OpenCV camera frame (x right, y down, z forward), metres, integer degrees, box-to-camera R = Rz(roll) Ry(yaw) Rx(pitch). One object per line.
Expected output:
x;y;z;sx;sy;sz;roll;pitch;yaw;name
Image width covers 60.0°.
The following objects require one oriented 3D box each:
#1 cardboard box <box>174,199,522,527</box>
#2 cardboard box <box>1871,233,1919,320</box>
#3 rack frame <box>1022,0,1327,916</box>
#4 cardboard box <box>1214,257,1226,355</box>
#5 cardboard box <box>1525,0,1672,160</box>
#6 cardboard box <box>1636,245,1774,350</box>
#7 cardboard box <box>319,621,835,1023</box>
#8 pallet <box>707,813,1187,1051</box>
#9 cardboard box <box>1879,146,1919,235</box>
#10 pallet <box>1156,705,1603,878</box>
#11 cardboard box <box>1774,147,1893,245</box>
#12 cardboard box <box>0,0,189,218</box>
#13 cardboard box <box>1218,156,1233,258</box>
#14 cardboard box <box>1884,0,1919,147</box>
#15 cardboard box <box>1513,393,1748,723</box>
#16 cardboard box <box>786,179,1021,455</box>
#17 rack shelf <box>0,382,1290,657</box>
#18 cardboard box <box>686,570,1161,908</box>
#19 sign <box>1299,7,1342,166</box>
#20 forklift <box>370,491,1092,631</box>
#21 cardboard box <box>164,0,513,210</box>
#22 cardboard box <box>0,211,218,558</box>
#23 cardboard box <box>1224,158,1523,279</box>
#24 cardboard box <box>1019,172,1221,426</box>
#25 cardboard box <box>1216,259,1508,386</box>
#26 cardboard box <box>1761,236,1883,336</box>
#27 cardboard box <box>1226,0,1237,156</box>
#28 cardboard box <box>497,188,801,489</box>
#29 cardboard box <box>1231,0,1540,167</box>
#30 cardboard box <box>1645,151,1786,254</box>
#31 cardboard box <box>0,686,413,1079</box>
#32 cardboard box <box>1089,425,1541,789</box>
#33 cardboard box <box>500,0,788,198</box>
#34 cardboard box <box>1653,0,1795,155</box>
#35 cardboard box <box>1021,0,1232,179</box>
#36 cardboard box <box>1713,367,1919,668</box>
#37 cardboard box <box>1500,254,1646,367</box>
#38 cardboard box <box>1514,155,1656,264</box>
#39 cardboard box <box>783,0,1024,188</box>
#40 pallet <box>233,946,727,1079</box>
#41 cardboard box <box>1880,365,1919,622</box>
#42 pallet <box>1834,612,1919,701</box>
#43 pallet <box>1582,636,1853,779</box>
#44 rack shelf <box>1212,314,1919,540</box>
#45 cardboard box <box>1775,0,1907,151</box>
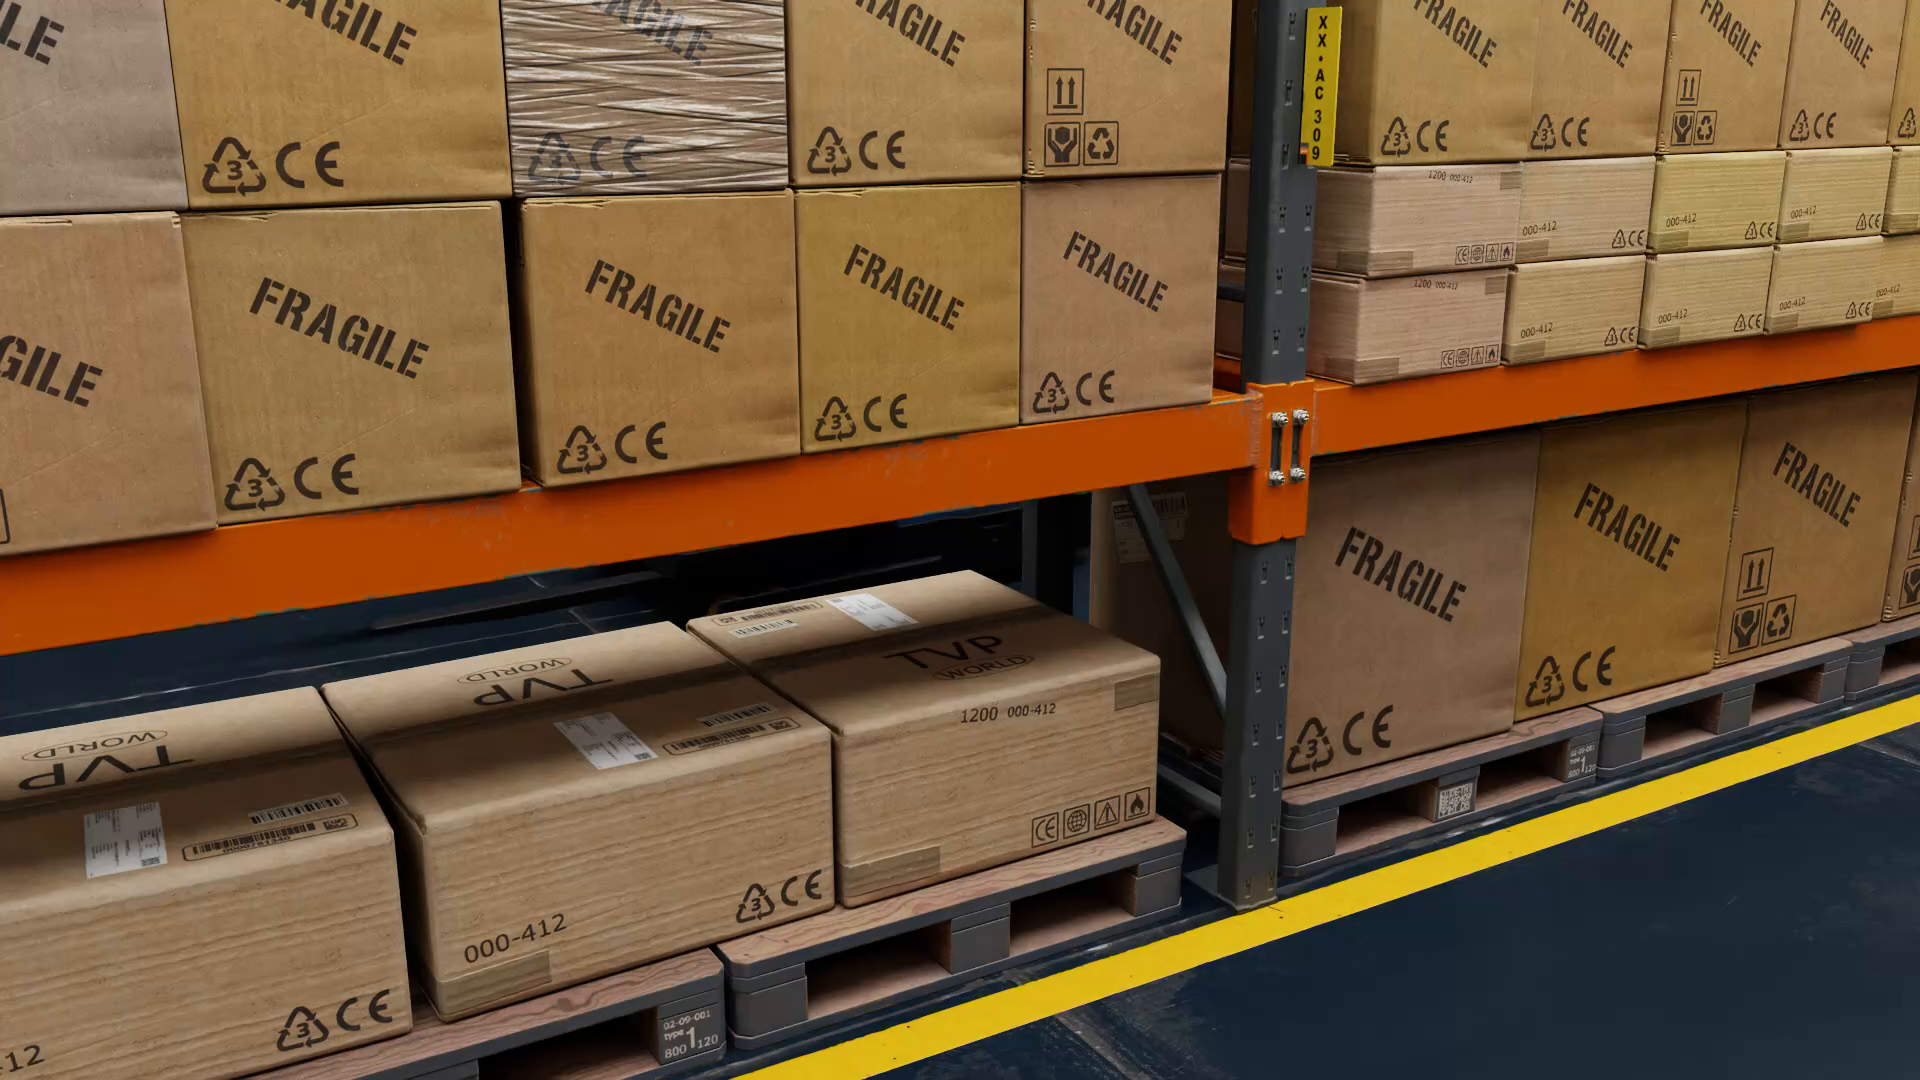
-1.100;-0.351;2.919;0.500;0.500;0.500;-9;18;-28;cardboard box
2.743;-0.854;5.178;0.500;0.250;0.500;-9;18;-30;cardboard box
0.484;-0.642;4.142;0.127;3.000;1.000;-9;18;-30;rack frame
0.738;-0.690;4.593;0.500;0.250;0.500;-10;18;-31;cardboard box
1.431;-1.243;4.249;0.500;0.500;0.500;-9;18;-30;cardboard box
1.887;-0.709;4.661;0.500;0.250;0.500;-9;18;-30;cardboard box
-0.877;0.577;3.764;0.875;0.438;0.875;-10;18;-31;cardboard box
-0.208;0.789;4.206;1.213;0.211;1.003;-9;18;-30;pallet
2.762;-1.092;5.100;0.500;0.250;0.500;-10;18;-31;cardboard box
1.106;0.576;4.963;1.213;0.211;1.003;-9;18;-30;pallet
2.317;-1.020;4.842;0.500;0.250;0.500;-10;18;-31;cardboard box
-1.510;-0.763;2.536;0.500;0.500;0.500;-9;18;-30;cardboard box
0.737;-0.928;4.514;0.500;0.250;0.500;-9;18;-30;cardboard box
2.739;-1.454;5.003;0.500;0.500;0.500;-9;18;-30;cardboard box
1.744;-0.053;5.200;0.875;0.875;0.875;-9;18;-28;cardboard box
-0.220;-0.493;3.428;0.500;0.500;0.500;-10;18;-31;cardboard box
-1.231;-0.017;3.247;4.000;0.370;1.077;-9;18;-30;rack shelf
-0.110;0.452;4.208;0.875;0.438;0.875;-10;18;-31;cardboard box
0.771;-0.969;3.557;0.005;0.325;0.100;-9;18;-30;sign
-0.902;-1.208;6.291;3.031;2.935;1.130;-11;19;-34;forklift
-1.083;-0.832;2.784;0.500;0.500;0.500;-9;18;-29;cardboard box
-1.521;-0.277;2.657;0.500;0.500;0.500;-9;18;-30;cardboard box
1.006;-0.806;4.080;0.500;0.250;0.500;-10;18;-31;cardboard box
0.218;-0.566;3.687;0.500;0.500;0.500;-9;18;-29;cardboard box
0.997;-0.570;4.162;0.500;0.250;0.500;-10;18;-31;cardboard box
2.321;-0.777;4.901;0.500;0.250;0.500;-10;18;-31;cardboard box
0.737;-1.292;4.422;0.500;0.500;0.500;-9;18;-28;cardboard box
-0.644;-0.420;3.166;0.500;0.500;0.500;-10;18;-31;cardboard box
1.009;-1.166;3.974;0.500;0.500;0.500;-9;18;-29;cardboard box
1.885;-0.949;4.590;0.500;0.250;0.500;-9;18;-29;cardboard box
-1.651;0.702;3.318;0.875;0.438;0.875;-9;18;-28;cardboard box
0.974;0.074;4.745;0.875;0.875;0.875;-9;18;-28;cardboard box
-0.649;-0.900;3.026;0.500;0.500;0.500;-9;18;-29;cardboard box
1.862;-1.312;4.496;0.500;0.500;0.500;-10;18;-31;cardboard box
0.222;-1.042;3.531;0.500;0.500;0.500;-9;18;-30;cardboard box
2.511;-0.177;5.643;0.875;0.875;0.875;-9;18;-29;cardboard box
1.440;-0.642;4.420;0.500;0.250;0.500;-10;18;-31;cardboard box
1.439;-0.885;4.362;0.500;0.250;0.500;-9;18;-29;cardboard box
-0.218;-0.973;3.287;0.500;0.500;0.500;-10;18;-31;cardboard box
-1.255;0.959;3.597;1.213;0.211;1.003;-9;18;-30;pallet
3.278;-0.300;6.081;0.875;0.875;0.875;-9;18;-30;cardboard box
3.198;0.237;6.173;1.213;0.211;1.003;-9;18;-30;pallet
2.153;0.406;5.572;1.213;0.211;1.003;-9;18;-30;pallet
2.198;-0.573;5.231;4.000;0.370;1.077;-9;18;-30;rack shelf
2.302;-1.386;4.758;0.500;0.500;0.500;-10;18;-31;cardboard box
